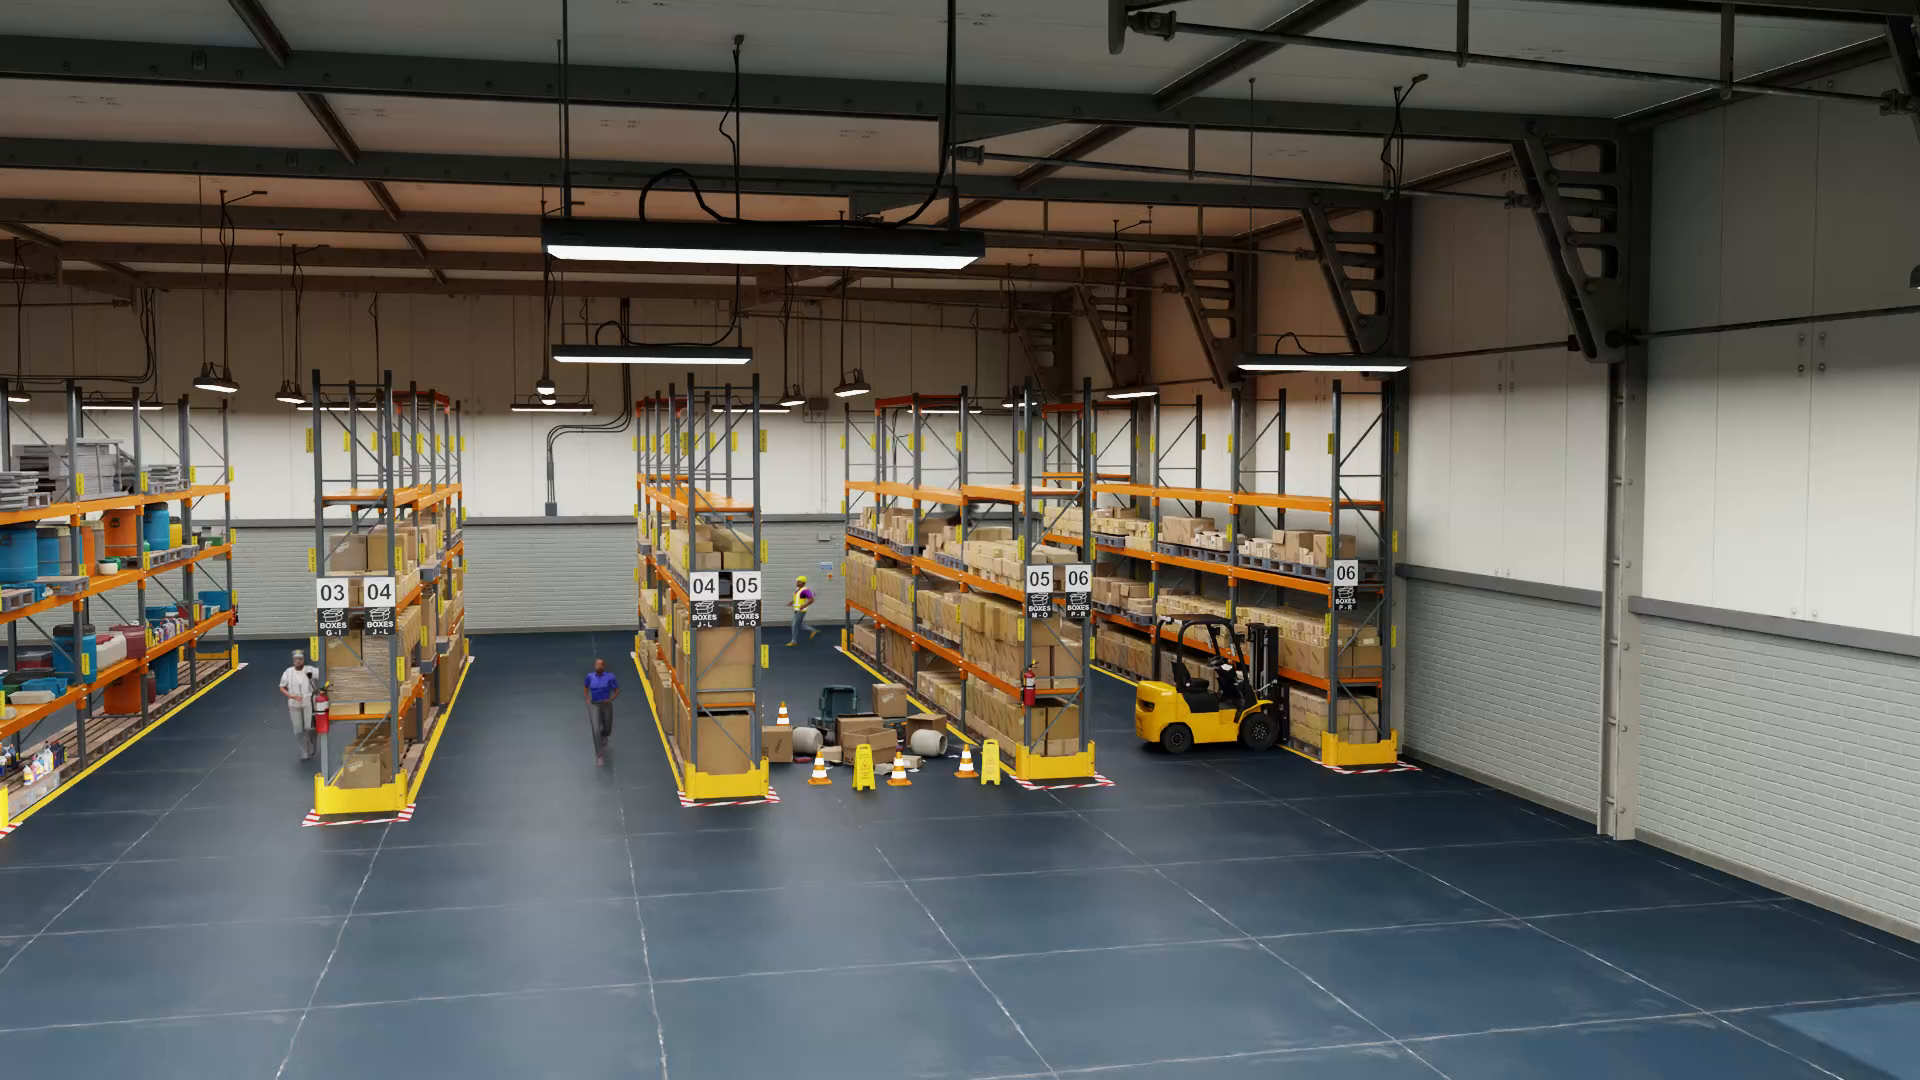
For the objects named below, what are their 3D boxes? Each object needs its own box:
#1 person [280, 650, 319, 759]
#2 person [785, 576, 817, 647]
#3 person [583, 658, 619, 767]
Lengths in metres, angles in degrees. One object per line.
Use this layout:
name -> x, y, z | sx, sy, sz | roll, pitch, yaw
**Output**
person -> -10.449, 2.611, 26.423 | 0.683, 1.738, 0.570 | -1, 3, -13
person -> -3.911, 1.758, 41.105 | 0.863, 1.746, 0.698 | -1, 4, -21
person -> -5.671, 2.687, 26.309 | 0.547, 1.670, 1.069 | -1, 3, -16
